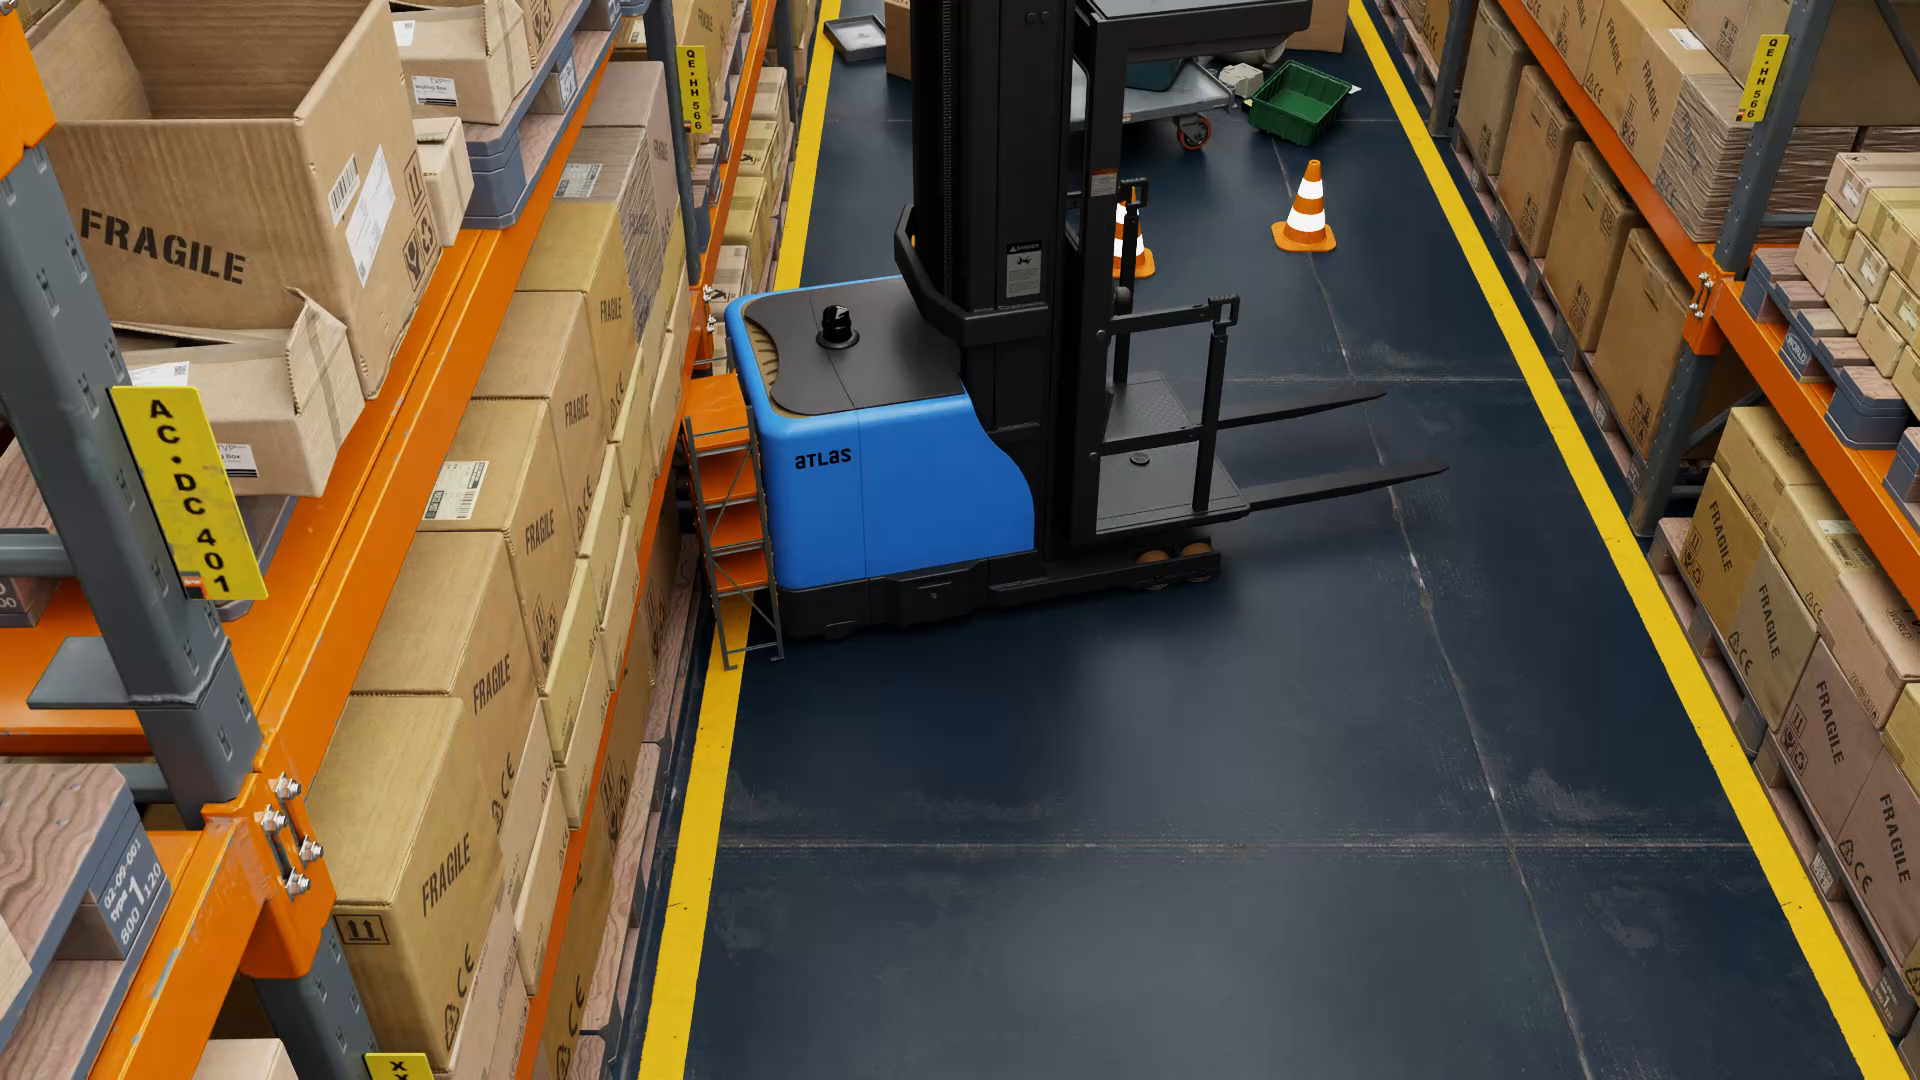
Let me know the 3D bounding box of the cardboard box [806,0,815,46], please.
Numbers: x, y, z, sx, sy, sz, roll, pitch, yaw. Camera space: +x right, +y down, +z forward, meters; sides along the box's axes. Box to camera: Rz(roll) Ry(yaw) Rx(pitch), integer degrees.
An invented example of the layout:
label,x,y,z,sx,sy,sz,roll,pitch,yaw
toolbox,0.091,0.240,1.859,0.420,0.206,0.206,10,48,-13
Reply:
label,x,y,z,sx,sy,sz,roll,pitch,yaw
cardboard box,-1.248,-3.444,11.011,0.500,0.250,0.500,2,39,3

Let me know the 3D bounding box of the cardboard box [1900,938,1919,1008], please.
label,x,y,z,sx,sy,sz,roll,pitch,yaw
cardboard box,3.201,1.314,4.874,0.500,0.500,0.500,-1,39,-1

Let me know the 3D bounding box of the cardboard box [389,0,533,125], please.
label,x,y,z,sx,sy,sz,roll,pitch,yaw
cardboard box,-1.148,-1.072,3.562,0.396,0.266,0.258,3,39,4

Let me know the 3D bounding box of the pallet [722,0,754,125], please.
label,x,y,z,sx,sy,sz,roll,pitch,yaw
pallet,-1.544,-2.311,7.889,1.003,0.211,1.213,0,39,0

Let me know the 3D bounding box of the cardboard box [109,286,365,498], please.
label,x,y,z,sx,sy,sz,roll,pitch,yaw
cardboard box,-1.146,-0.242,2.526,0.396,0.266,0.258,0,39,0

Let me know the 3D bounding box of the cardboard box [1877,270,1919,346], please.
label,x,y,z,sx,sy,sz,roll,pitch,yaw
cardboard box,3.255,-0.758,5.424,0.380,0.149,0.250,-1,39,-1

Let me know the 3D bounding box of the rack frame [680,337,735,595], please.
label,x,y,z,sx,sy,sz,roll,pitch,yaw
rack frame,-0.964,-0.268,6.619,0.240,1.200,0.015,-11,39,-11

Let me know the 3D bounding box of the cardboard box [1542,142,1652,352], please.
label,x,y,z,sx,sy,sz,roll,pitch,yaw
cardboard box,3.534,-1.429,8.097,1.050,0.750,0.750,1,39,1

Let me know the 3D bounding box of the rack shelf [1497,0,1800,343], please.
label,x,y,z,sx,sy,sz,roll,pitch,yaw
rack shelf,3.447,-2.185,8.153,1.077,0.370,4.000,0,39,0

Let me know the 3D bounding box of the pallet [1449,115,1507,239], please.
label,x,y,z,sx,sy,sz,roll,pitch,yaw
pallet,3.521,-2.146,9.759,1.003,0.211,1.213,0,39,0

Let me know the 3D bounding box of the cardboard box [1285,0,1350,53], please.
label,x,y,z,sx,sy,sz,roll,pitch,yaw
cardboard box,2.417,-3.712,11.480,0.500,0.500,0.500,6,39,8

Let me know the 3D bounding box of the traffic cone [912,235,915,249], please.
label,x,y,z,sx,sy,sz,roll,pitch,yaw
traffic cone,-0.104,-1.885,9.233,0.336,0.463,0.334,0,39,0

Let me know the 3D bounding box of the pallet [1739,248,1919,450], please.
label,x,y,z,sx,sy,sz,roll,pitch,yaw
pallet,3.557,-0.695,5.872,1.213,0.211,1.003,0,39,0

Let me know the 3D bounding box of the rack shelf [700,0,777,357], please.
label,x,y,z,sx,sy,sz,roll,pitch,yaw
rack shelf,-1.503,-2.118,8.070,1.077,0.370,4.000,0,39,0

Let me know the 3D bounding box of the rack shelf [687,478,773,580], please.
label,x,y,z,sx,sy,sz,roll,pitch,yaw
rack shelf,-0.898,-0.071,6.474,0.258,0.148,0.480,-11,39,-11

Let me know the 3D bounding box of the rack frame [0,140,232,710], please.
label,x,y,z,sx,sy,sz,roll,pitch,yaw
rack frame,-1.496,-0.988,1.287,1.000,3.000,0.127,0,39,0

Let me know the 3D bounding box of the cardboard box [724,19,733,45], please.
label,x,y,z,sx,sy,sz,roll,pitch,yaw
cardboard box,-1.268,-2.428,7.746,0.380,0.149,0.250,1,39,1

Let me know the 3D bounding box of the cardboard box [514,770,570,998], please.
label,x,y,z,sx,sy,sz,roll,pitch,yaw
cardboard box,-1.234,0.813,3.957,0.500,0.250,0.500,-1,39,-1

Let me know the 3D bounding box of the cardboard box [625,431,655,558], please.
label,x,y,z,sx,sy,sz,roll,pitch,yaw
cardboard box,-1.239,-0.139,5.145,0.500,0.250,0.500,0,39,-1

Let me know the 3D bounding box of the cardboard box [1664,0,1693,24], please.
label,x,y,z,sx,sy,sz,roll,pitch,yaw
cardboard box,3.454,-2.562,7.169,0.700,0.500,0.500,-1,39,-1

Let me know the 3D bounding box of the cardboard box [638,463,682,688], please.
label,x,y,z,sx,sy,sz,roll,pitch,yaw
cardboard box,-1.583,-0.051,6.278,0.875,0.875,0.875,0,39,0

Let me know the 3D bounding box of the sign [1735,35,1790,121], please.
label,x,y,z,sx,sy,sz,roll,pitch,yaw
sign,2.894,-1.664,6.002,0.100,0.325,0.005,0,39,0

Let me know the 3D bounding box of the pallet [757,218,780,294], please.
label,x,y,z,sx,sy,sz,roll,pitch,yaw
pallet,-1.498,-1.310,8.716,1.003,0.211,1.213,0,39,0

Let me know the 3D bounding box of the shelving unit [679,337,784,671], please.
label,x,y,z,sx,sy,sz,roll,pitch,yaw
shelving unit,-0.900,-0.124,6.432,0.258,1.200,0.503,-11,39,-11

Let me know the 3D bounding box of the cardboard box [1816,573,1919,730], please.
label,x,y,z,sx,sy,sz,roll,pitch,yaw
cardboard box,3.197,0.362,5.463,0.500,0.250,0.500,0,39,0

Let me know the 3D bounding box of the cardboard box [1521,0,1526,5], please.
label,x,y,z,sx,sy,sz,roll,pitch,yaw
cardboard box,3.178,-3.111,8.653,0.500,0.500,0.500,0,39,0

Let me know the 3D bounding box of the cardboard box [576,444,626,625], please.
label,x,y,z,sx,sy,sz,roll,pitch,yaw
cardboard box,-1.220,-0.017,4.592,0.500,0.250,0.500,-1,39,-1

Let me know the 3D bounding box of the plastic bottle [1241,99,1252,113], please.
label,x,y,z,sx,sy,sz,roll,pitch,yaw
plastic bottle,1.935,-2.741,10.622,0.133,0.061,0.283,-20,43,-23

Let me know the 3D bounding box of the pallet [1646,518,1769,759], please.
label,x,y,z,sx,sy,sz,roll,pitch,yaw
pallet,3.449,0.362,6.630,1.003,0.211,1.213,0,39,0

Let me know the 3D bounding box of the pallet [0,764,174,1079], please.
label,x,y,z,sx,sy,sz,roll,pitch,yaw
pallet,-1.505,0.729,1.614,1.003,0.211,1.213,0,39,0

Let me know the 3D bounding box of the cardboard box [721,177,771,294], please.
label,x,y,z,sx,sy,sz,roll,pitch,yaw
cardboard box,-1.495,-1.576,8.583,0.950,0.372,0.625,1,39,1

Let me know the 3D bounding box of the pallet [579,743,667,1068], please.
label,x,y,z,sx,sy,sz,roll,pitch,yaw
pallet,-1.576,1.194,5.591,1.003,0.211,1.213,0,39,0

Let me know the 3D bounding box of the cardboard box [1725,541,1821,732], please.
label,x,y,z,sx,sy,sz,roll,pitch,yaw
cardboard box,3.199,0.353,6.073,0.500,0.500,0.500,0,39,0

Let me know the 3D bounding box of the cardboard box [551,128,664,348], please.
label,x,y,z,sx,sy,sz,roll,pitch,yaw
cardboard box,-1.229,-0.934,5.137,0.500,0.500,0.500,1,39,1

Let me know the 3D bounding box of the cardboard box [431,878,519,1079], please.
label,x,y,z,sx,sy,sz,roll,pitch,yaw
cardboard box,-1.214,0.941,3.397,0.500,0.250,0.500,-1,39,-1

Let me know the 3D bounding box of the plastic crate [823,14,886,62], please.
label,x,y,z,sx,sy,sz,roll,pitch,yaw
plastic crate,-0.687,-3.493,11.544,0.402,0.080,0.583,-13,40,-16

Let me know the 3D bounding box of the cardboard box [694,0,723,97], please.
label,x,y,z,sx,sy,sz,roll,pitch,yaw
cardboard box,-1.277,-2.075,6.787,0.500,0.500,0.500,2,39,2

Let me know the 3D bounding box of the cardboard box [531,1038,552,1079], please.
label,x,y,z,sx,sy,sz,roll,pitch,yaw
cardboard box,-1.577,1.631,4.180,0.875,0.875,0.875,1,39,1

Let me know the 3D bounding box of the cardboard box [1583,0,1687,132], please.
label,x,y,z,sx,sy,sz,roll,pitch,yaw
cardboard box,3.181,-2.160,7.467,0.500,0.500,0.500,-1,39,-1

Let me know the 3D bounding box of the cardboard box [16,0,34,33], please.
label,x,y,z,sx,sy,sz,roll,pitch,yaw
cardboard box,-6.161,-3.232,10.348,0.500,0.250,0.500,0,39,0

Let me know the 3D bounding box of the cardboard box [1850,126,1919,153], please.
label,x,y,z,sx,sy,sz,roll,pitch,yaw
cardboard box,3.719,-1.535,6.687,0.500,0.500,0.500,0,39,0

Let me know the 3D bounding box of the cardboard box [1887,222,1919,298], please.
label,x,y,z,sx,sy,sz,roll,pitch,yaw
cardboard box,3.255,-0.902,5.367,0.380,0.149,0.250,0,39,0

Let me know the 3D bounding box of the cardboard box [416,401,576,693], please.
label,x,y,z,sx,sy,sz,roll,pitch,yaw
cardboard box,-1.235,0.017,3.951,0.500,0.500,0.500,-1,39,-1

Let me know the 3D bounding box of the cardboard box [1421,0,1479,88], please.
label,x,y,z,sx,sy,sz,roll,pitch,yaw
cardboard box,3.514,-3.445,10.513,0.875,0.875,0.875,1,39,1

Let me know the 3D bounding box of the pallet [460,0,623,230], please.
label,x,y,z,sx,sy,sz,roll,pitch,yaw
pallet,-1.442,-1.143,4.030,1.003,0.211,1.213,2,39,2

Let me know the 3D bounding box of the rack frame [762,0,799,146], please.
label,x,y,z,sx,sy,sz,roll,pitch,yaw
rack frame,-1.505,-3.650,9.406,1.000,3.000,0.127,0,39,0

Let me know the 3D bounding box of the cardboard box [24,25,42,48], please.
label,x,y,z,sx,sy,sz,roll,pitch,yaw
cardboard box,-6.138,-3.037,10.505,0.500,0.250,0.500,0,39,0

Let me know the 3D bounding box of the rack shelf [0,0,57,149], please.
label,x,y,z,sx,sy,sz,roll,pitch,yaw
rack shelf,-1.498,-1.802,3.198,1.077,0.370,4.000,0,39,0

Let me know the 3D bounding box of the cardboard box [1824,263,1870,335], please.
label,x,y,z,sx,sy,sz,roll,pitch,yaw
cardboard box,3.248,-0.833,5.756,0.380,0.149,0.250,2,39,2

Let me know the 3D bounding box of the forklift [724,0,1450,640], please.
label,x,y,z,sx,sy,sz,roll,pitch,yaw
forklift,0.602,-1.245,6.460,3.031,2.935,1.130,-10,40,-12

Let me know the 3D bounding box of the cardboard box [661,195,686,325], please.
label,x,y,z,sx,sy,sz,roll,pitch,yaw
cardboard box,-1.246,-0.982,5.797,0.500,0.250,0.500,0,39,0

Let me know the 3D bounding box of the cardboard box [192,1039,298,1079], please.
label,x,y,z,sx,sy,sz,roll,pitch,yaw
cardboard box,-1.177,0.863,2.376,0.380,0.149,0.250,-1,39,-1
